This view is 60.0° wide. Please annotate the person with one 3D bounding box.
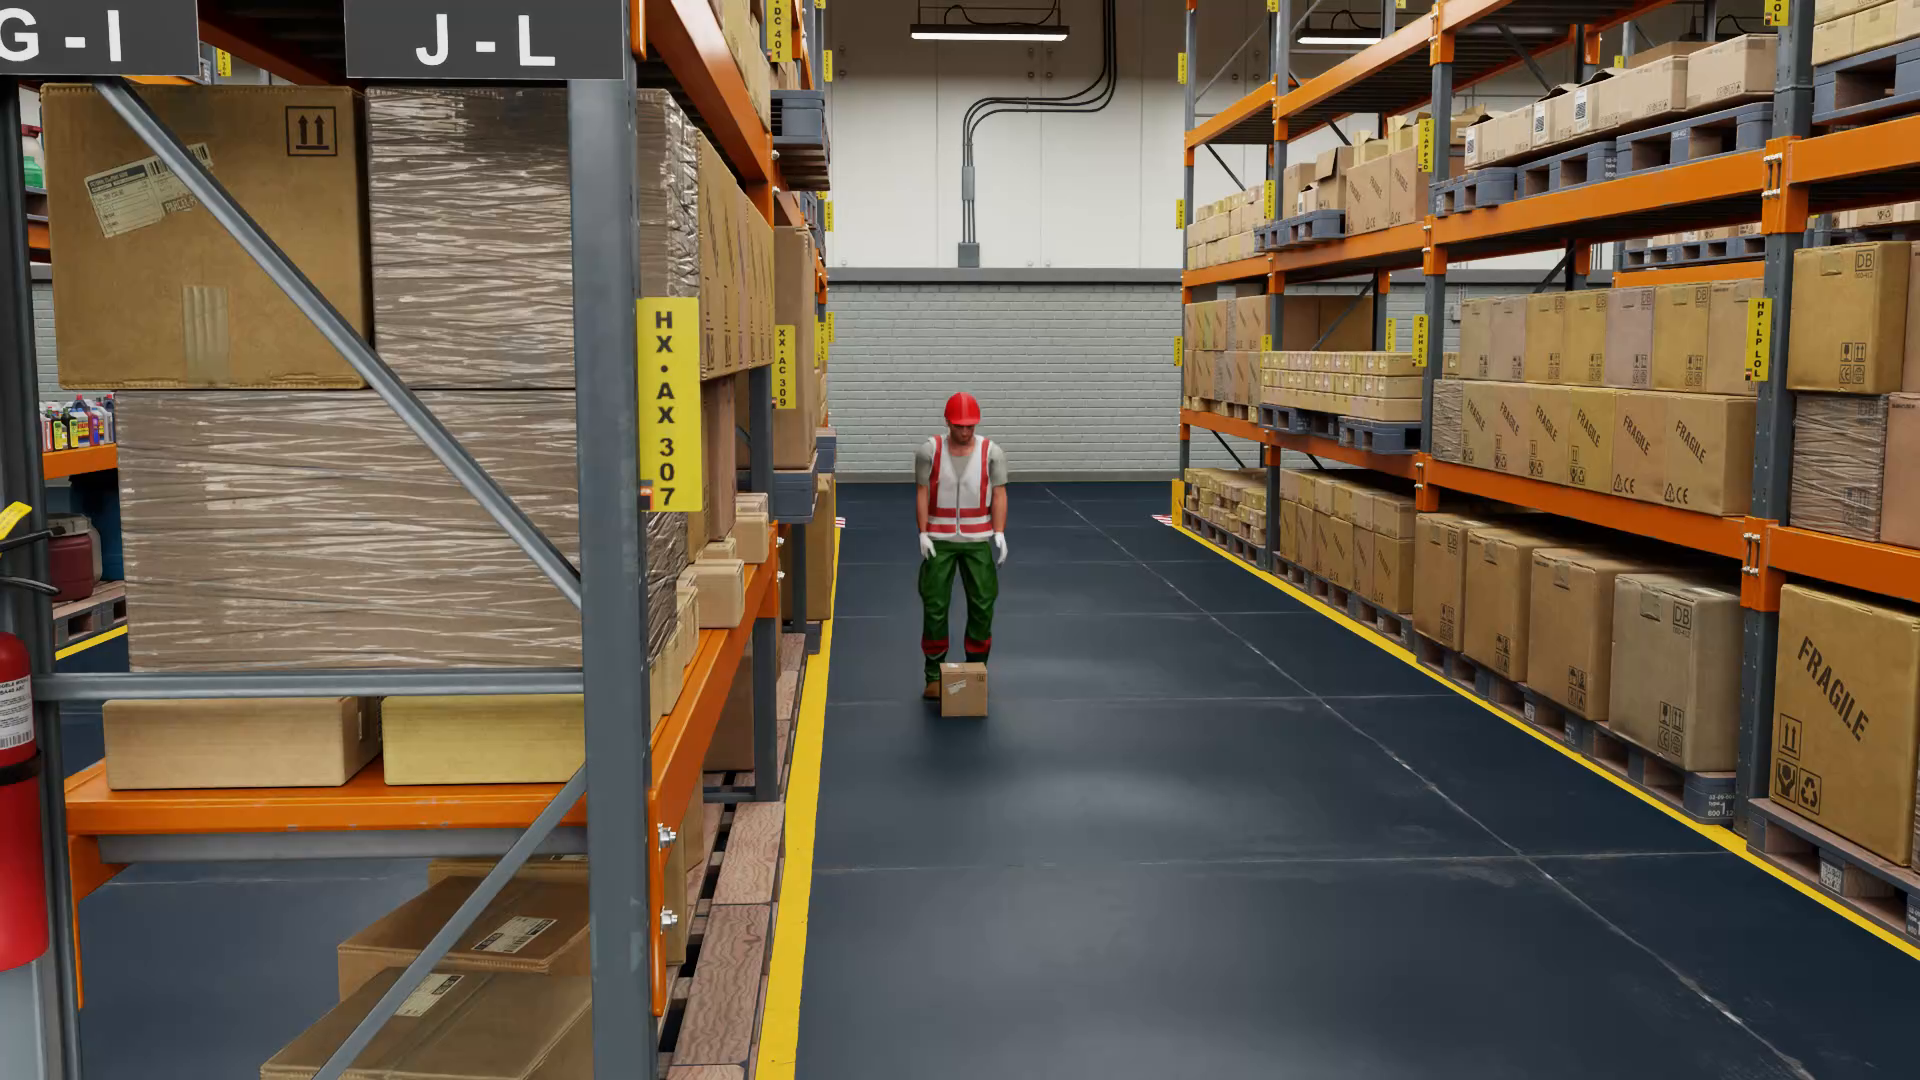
[{"bbox_3d":[0.010,0.027,9.550,0.536,1.758,0.414,0,7,-2],"label":"person"}]
